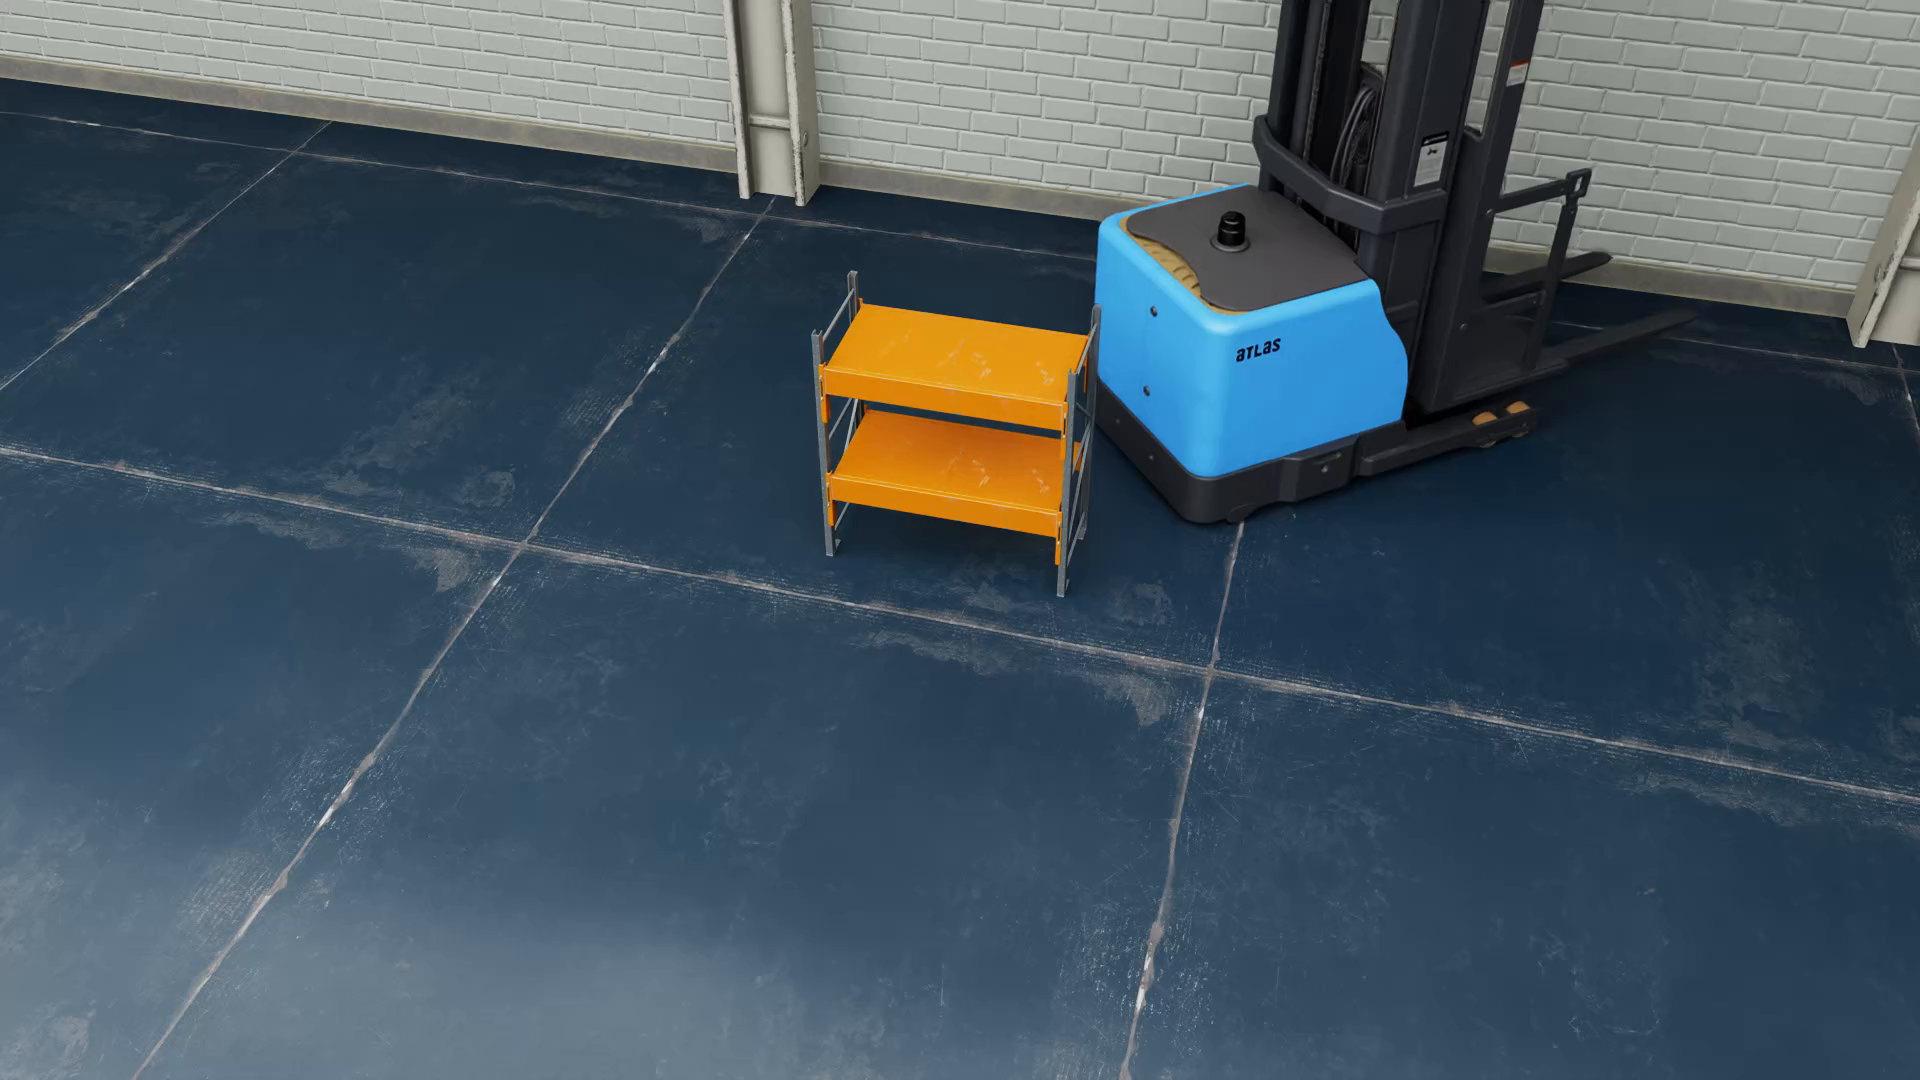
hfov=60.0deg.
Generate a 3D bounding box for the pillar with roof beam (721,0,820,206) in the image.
[{"bbox_3d":[-2.154,-2.812,3.601,0.400,9.000,9.100,10,41,11],"label":"pillar with roof beam"}]

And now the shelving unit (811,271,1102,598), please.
[{"bbox_3d":[-0.007,-0.432,6.890,1.048,1.125,0.538,10,41,11],"label":"shelving unit"}]

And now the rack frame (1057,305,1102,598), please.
[{"bbox_3d":[0.485,-0.347,6.789,0.032,1.125,0.500,10,41,11],"label":"rack frame"}]

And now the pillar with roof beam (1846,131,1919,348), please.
[{"bbox_3d":[3.642,-1.814,2.413,0.400,9.000,9.100,10,41,11],"label":"pillar with roof beam"}]

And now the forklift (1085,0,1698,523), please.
[{"bbox_3d":[2.149,-1.841,7.163,3.031,2.935,1.130,-17,43,-19],"label":"forklift"}]

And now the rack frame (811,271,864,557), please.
[{"bbox_3d":[-0.498,-0.516,6.990,0.032,1.125,0.500,10,41,11],"label":"rack frame"}]

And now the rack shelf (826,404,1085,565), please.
[{"bbox_3d":[-0.007,-0.245,7.047,1.000,0.278,0.538,10,41,11],"label":"rack shelf"}]

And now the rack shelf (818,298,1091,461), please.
[{"bbox_3d":[-0.007,-0.656,6.701,1.000,0.278,0.538,10,41,11],"label":"rack shelf"}]
